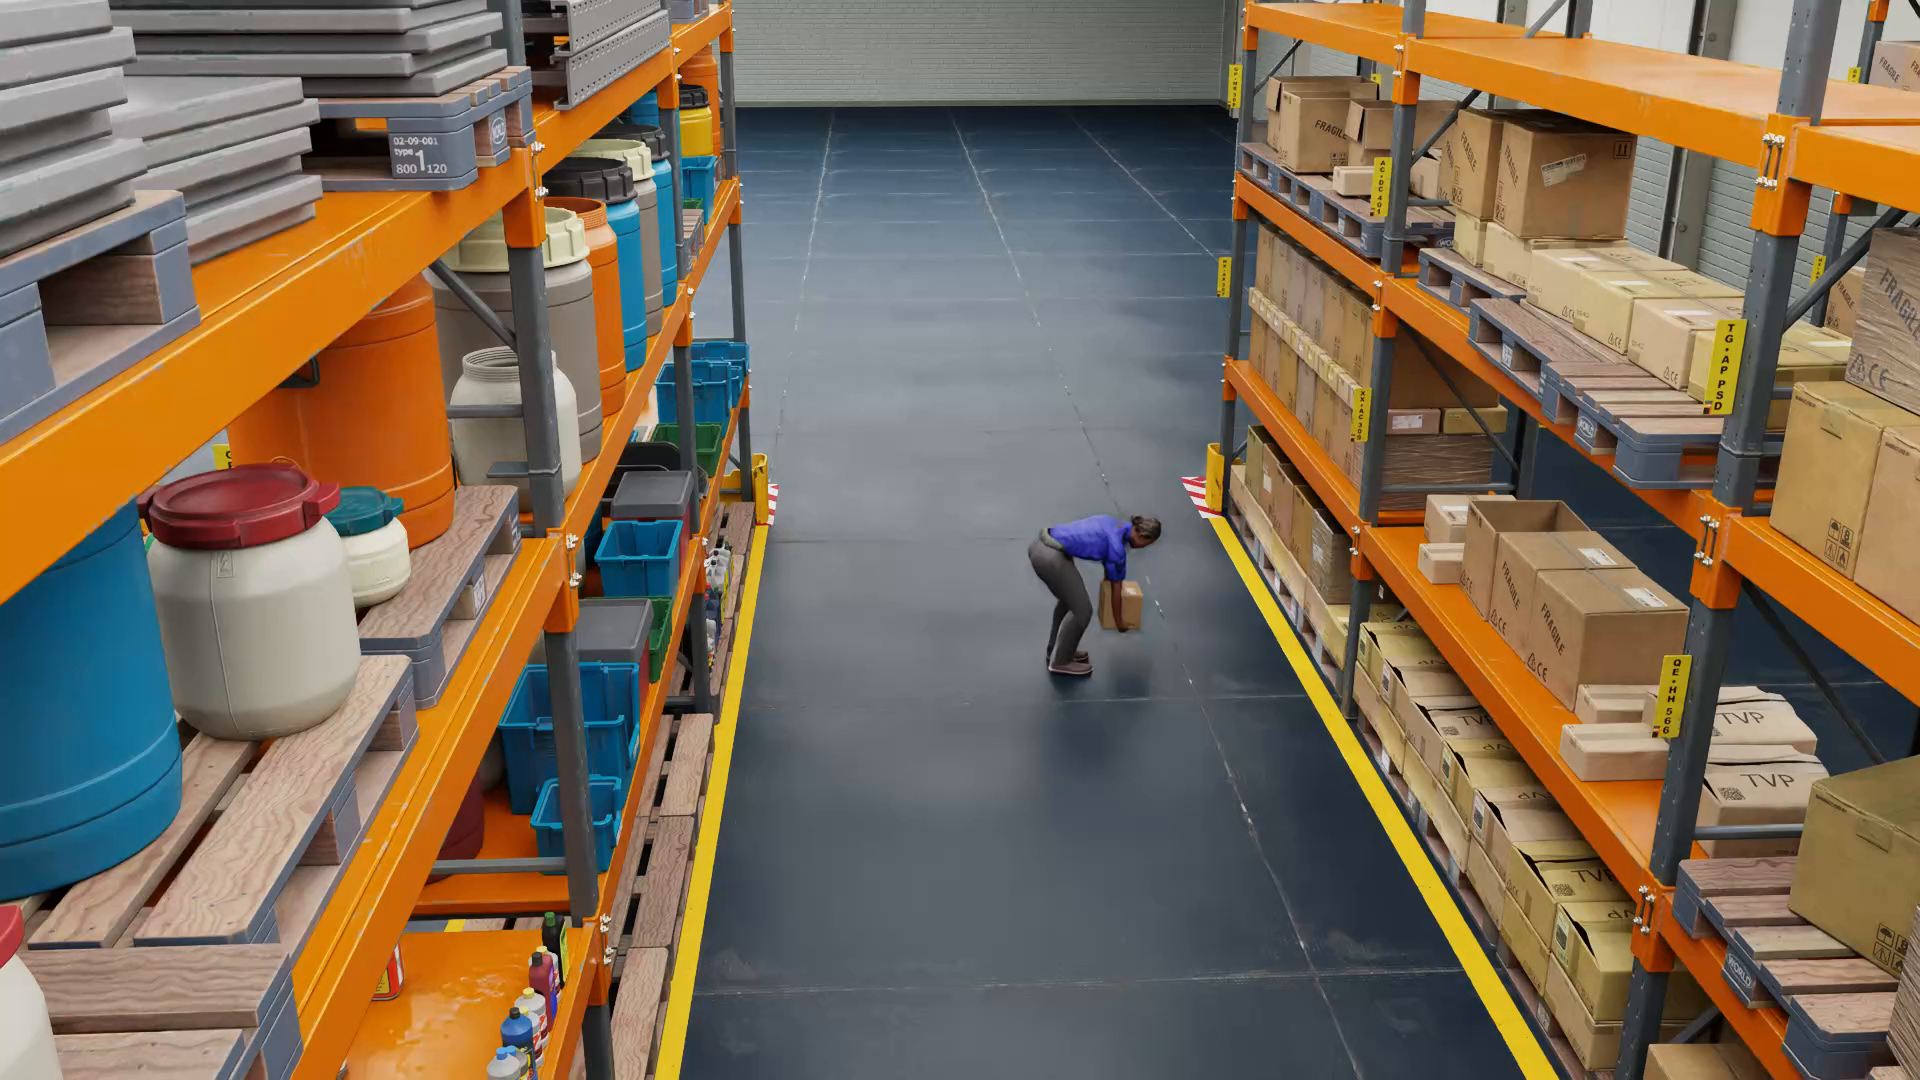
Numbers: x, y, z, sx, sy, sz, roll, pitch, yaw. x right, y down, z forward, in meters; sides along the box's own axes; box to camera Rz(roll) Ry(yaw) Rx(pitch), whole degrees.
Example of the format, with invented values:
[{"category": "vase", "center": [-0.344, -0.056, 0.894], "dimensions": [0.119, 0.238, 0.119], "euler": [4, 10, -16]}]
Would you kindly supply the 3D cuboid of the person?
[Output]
[{"category": "person", "center": [0.885, 0.341, 11.017], "dimensions": [0.872, 1.072, 0.409], "euler": [-2, 21, -5]}]
